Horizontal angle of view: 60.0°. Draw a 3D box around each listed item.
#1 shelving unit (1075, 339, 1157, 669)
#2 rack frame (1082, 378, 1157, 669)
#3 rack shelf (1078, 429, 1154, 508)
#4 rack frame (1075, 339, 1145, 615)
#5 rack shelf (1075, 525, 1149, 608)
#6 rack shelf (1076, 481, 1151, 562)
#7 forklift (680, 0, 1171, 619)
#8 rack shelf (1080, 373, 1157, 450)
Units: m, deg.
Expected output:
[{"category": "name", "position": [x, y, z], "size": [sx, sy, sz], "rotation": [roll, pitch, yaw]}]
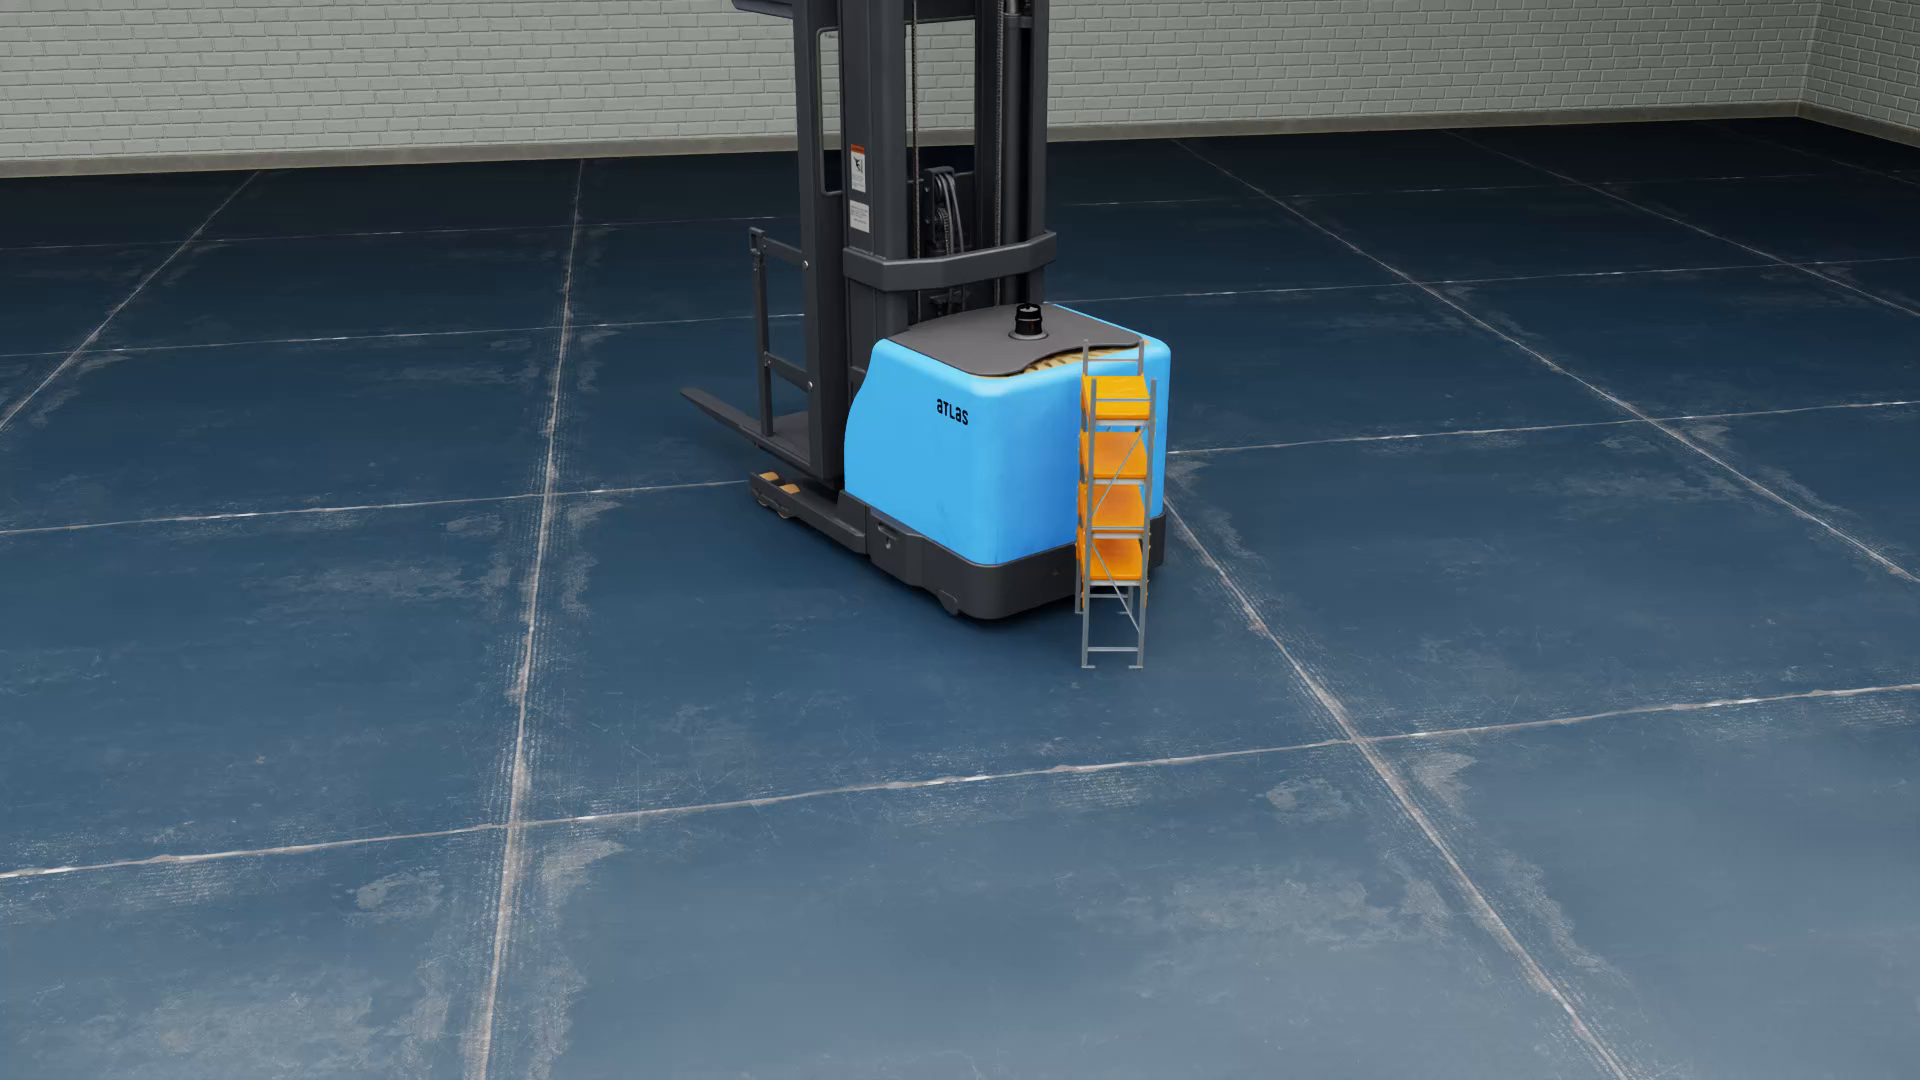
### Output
[{"category": "shelving unit", "position": [0.605, -0.141, 6.573], "size": [0.258, 1.200, 0.503], "rotation": [0, 24, 1]}, {"category": "rack frame", "position": [0.602, -0.043, 6.349], "size": [0.240, 1.200, 0.015], "rotation": [0, 24, 1]}, {"category": "rack shelf", "position": [0.605, -0.284, 6.510], "size": [0.258, 0.148, 0.480], "rotation": [0, 24, 1]}, {"category": "rack frame", "position": [0.607, -0.238, 6.796], "size": [0.240, 1.200, 0.015], "rotation": [0, 24, 1]}, {"category": "rack shelf", "position": [0.605, 0.103, 6.679], "size": [0.258, 0.148, 0.480], "rotation": [0, 24, 1]}, {"category": "rack shelf", "position": [0.605, -0.079, 6.600], "size": [0.258, 0.148, 0.480], "rotation": [0, 24, 1]}, {"category": "forklift", "position": [-0.371, -1.547, 7.631], "size": [1.130, 2.935, 3.031], "rotation": [-16, 28, -33]}, {"category": "rack shelf", "position": [0.605, -0.501, 6.415], "size": [0.258, 0.148, 0.480], "rotation": [0, 24, 1]}]
